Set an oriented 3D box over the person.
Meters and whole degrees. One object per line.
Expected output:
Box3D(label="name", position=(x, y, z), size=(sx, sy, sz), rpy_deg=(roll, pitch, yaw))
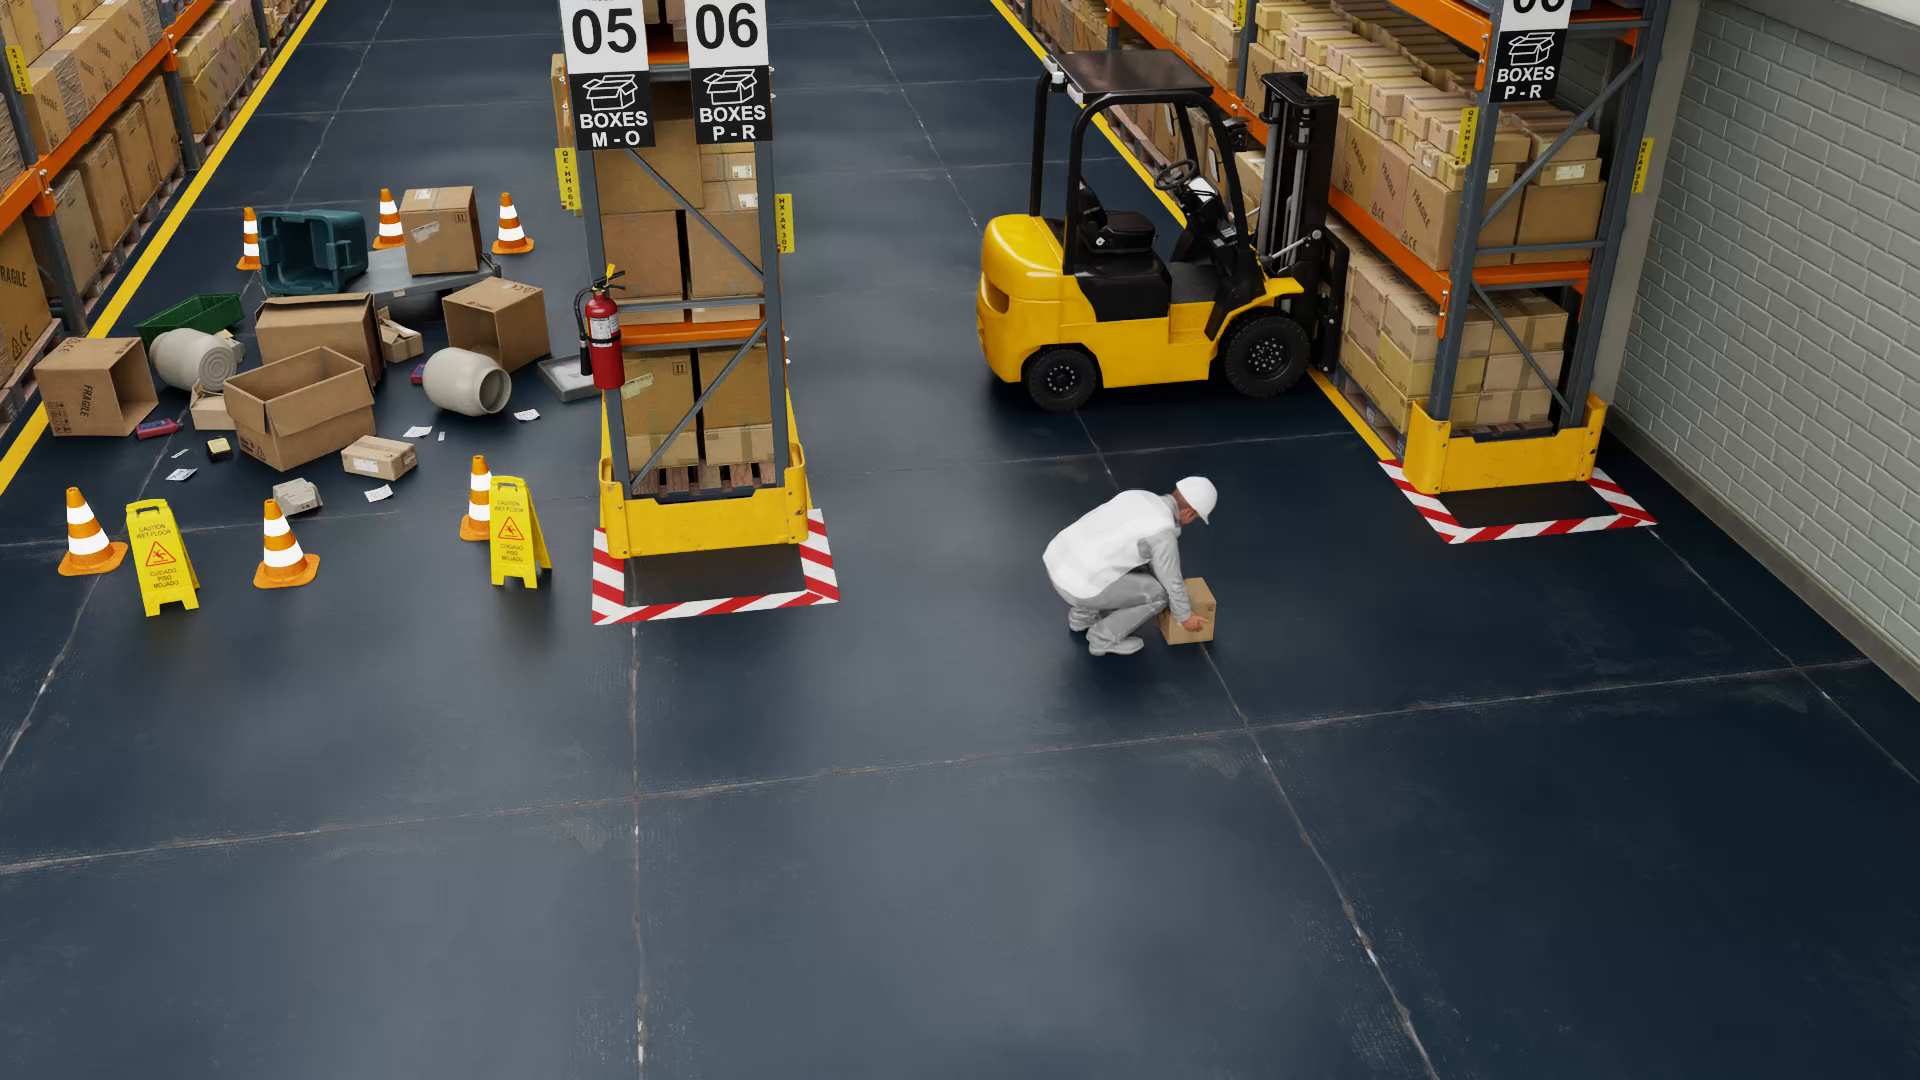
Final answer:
Box3D(label="person", position=(0.900, 0.121, 8.772), size=(0.916, 0.902, 0.525), rpy_deg=(-5, 31, -9))
